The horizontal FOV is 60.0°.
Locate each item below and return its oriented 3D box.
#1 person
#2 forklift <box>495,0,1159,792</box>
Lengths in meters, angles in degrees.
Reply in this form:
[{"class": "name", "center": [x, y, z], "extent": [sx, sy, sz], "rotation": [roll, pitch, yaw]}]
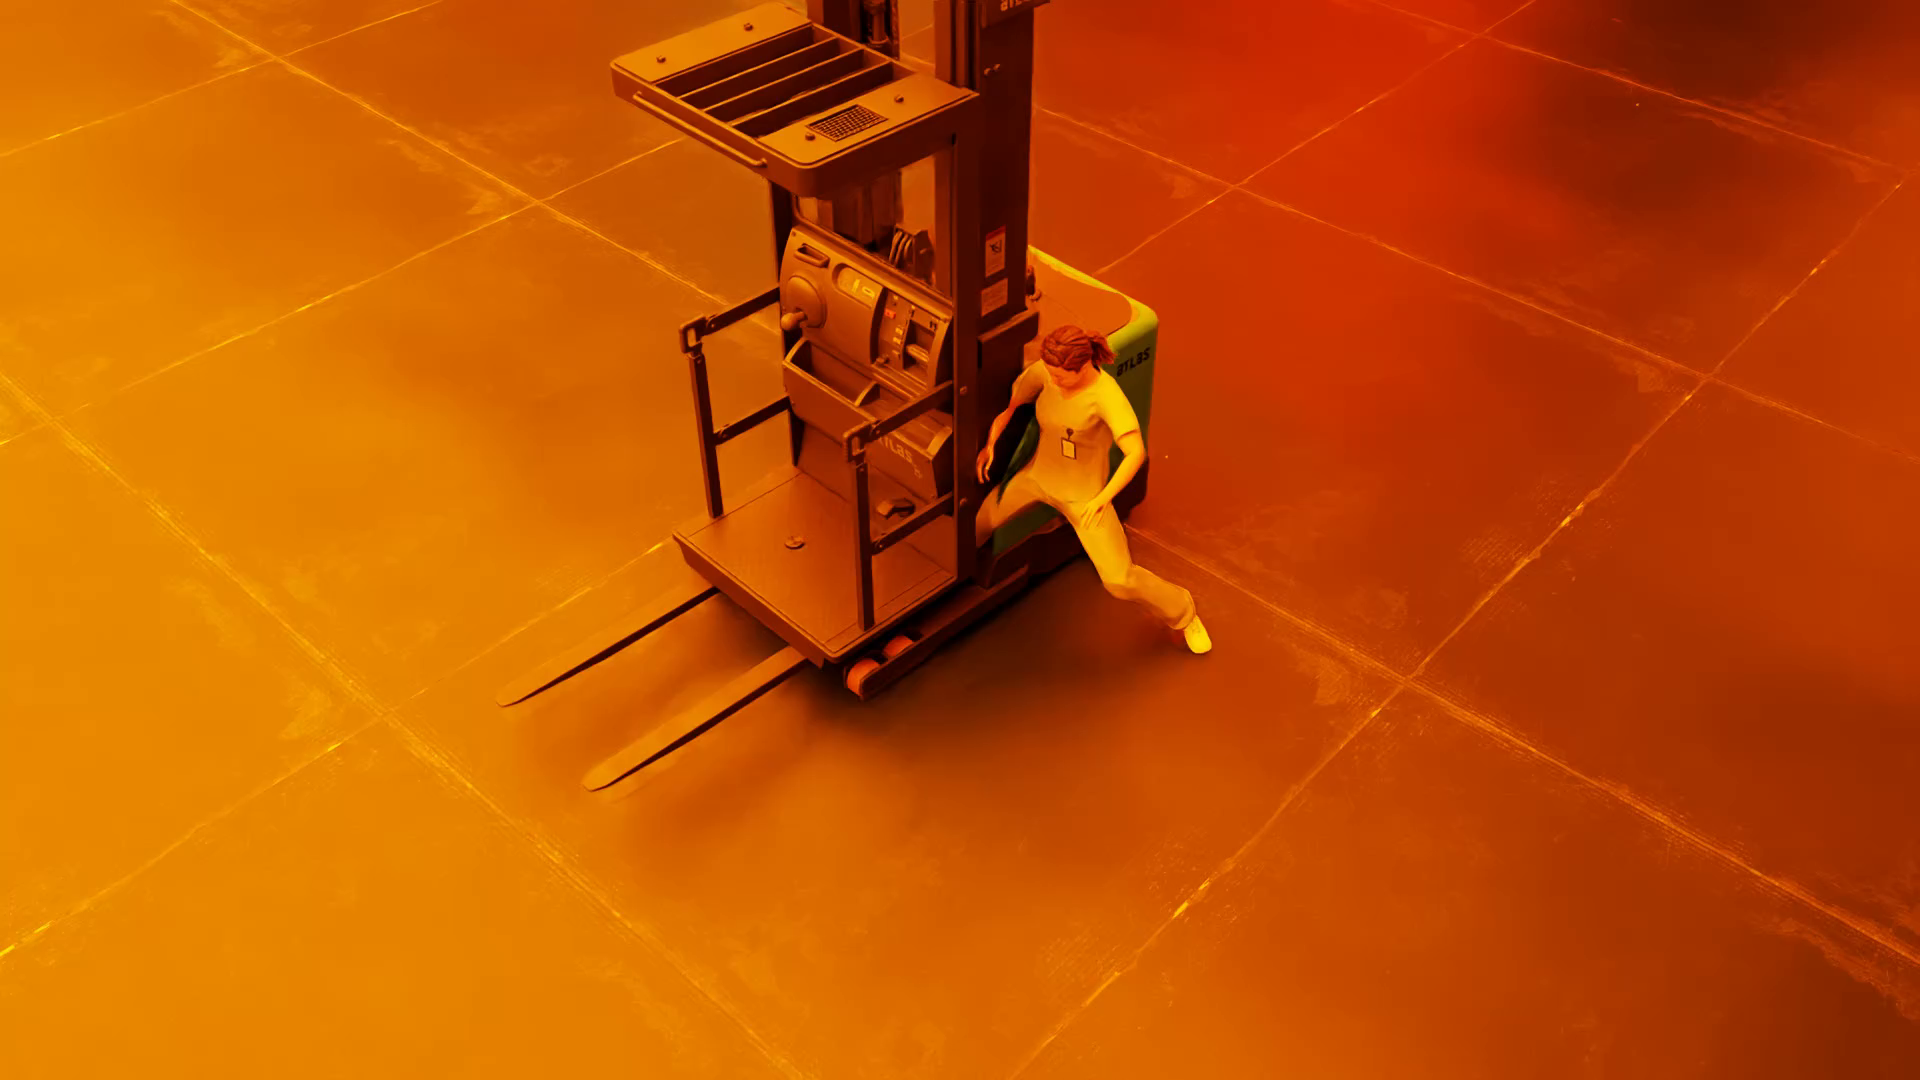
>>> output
[{"class": "person", "center": [0.401, -0.188, 6.755], "extent": [1.227, 1.480, 0.861], "rotation": [31, 49, 31]}, {"class": "forklift", "center": [-0.531, -0.840, 6.407], "extent": [3.031, 2.935, 1.130], "rotation": [-32, 50, -32]}]
